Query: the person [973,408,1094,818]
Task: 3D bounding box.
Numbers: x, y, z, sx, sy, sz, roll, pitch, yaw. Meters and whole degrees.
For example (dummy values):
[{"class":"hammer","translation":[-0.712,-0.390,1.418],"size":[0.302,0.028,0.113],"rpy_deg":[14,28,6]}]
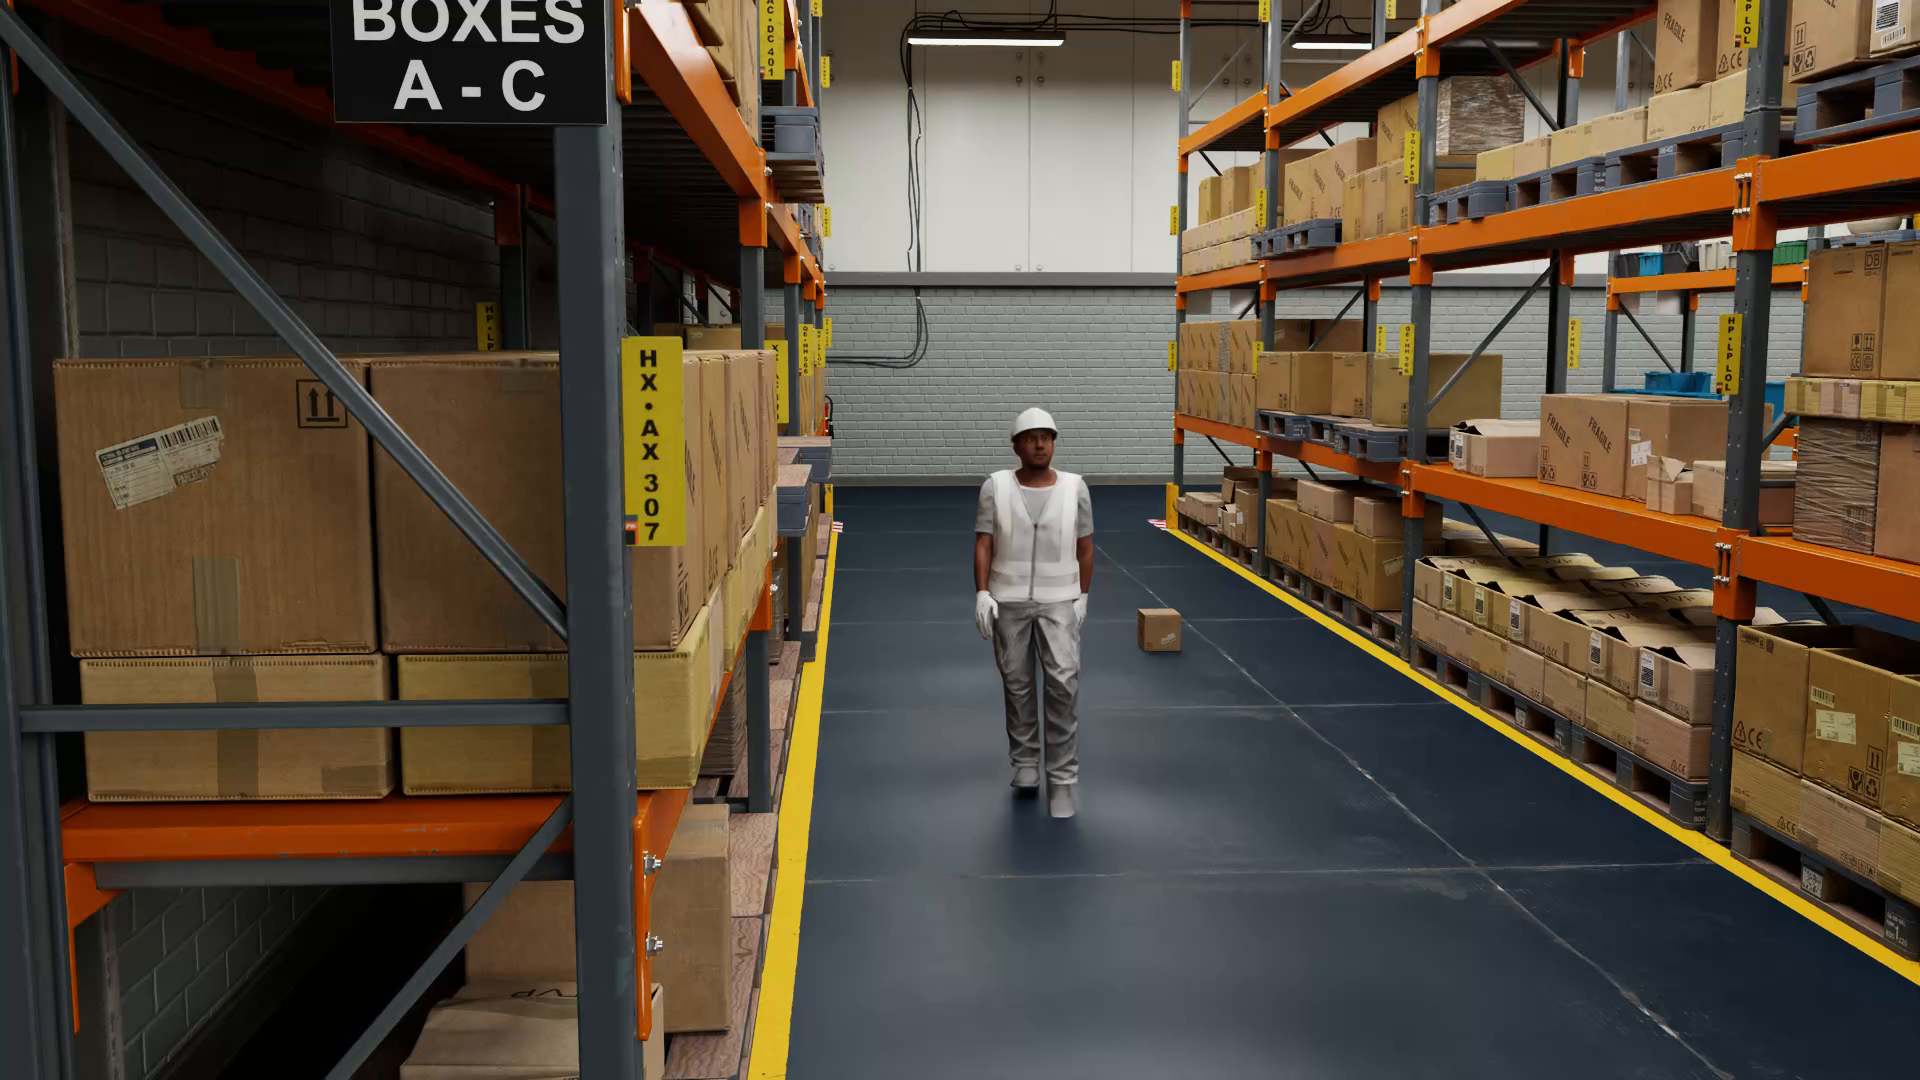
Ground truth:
[{"class":"person","translation":[0.330,0.333,7.531],"size":[0.544,1.854,0.602],"rpy_deg":[1,7,4]}]
